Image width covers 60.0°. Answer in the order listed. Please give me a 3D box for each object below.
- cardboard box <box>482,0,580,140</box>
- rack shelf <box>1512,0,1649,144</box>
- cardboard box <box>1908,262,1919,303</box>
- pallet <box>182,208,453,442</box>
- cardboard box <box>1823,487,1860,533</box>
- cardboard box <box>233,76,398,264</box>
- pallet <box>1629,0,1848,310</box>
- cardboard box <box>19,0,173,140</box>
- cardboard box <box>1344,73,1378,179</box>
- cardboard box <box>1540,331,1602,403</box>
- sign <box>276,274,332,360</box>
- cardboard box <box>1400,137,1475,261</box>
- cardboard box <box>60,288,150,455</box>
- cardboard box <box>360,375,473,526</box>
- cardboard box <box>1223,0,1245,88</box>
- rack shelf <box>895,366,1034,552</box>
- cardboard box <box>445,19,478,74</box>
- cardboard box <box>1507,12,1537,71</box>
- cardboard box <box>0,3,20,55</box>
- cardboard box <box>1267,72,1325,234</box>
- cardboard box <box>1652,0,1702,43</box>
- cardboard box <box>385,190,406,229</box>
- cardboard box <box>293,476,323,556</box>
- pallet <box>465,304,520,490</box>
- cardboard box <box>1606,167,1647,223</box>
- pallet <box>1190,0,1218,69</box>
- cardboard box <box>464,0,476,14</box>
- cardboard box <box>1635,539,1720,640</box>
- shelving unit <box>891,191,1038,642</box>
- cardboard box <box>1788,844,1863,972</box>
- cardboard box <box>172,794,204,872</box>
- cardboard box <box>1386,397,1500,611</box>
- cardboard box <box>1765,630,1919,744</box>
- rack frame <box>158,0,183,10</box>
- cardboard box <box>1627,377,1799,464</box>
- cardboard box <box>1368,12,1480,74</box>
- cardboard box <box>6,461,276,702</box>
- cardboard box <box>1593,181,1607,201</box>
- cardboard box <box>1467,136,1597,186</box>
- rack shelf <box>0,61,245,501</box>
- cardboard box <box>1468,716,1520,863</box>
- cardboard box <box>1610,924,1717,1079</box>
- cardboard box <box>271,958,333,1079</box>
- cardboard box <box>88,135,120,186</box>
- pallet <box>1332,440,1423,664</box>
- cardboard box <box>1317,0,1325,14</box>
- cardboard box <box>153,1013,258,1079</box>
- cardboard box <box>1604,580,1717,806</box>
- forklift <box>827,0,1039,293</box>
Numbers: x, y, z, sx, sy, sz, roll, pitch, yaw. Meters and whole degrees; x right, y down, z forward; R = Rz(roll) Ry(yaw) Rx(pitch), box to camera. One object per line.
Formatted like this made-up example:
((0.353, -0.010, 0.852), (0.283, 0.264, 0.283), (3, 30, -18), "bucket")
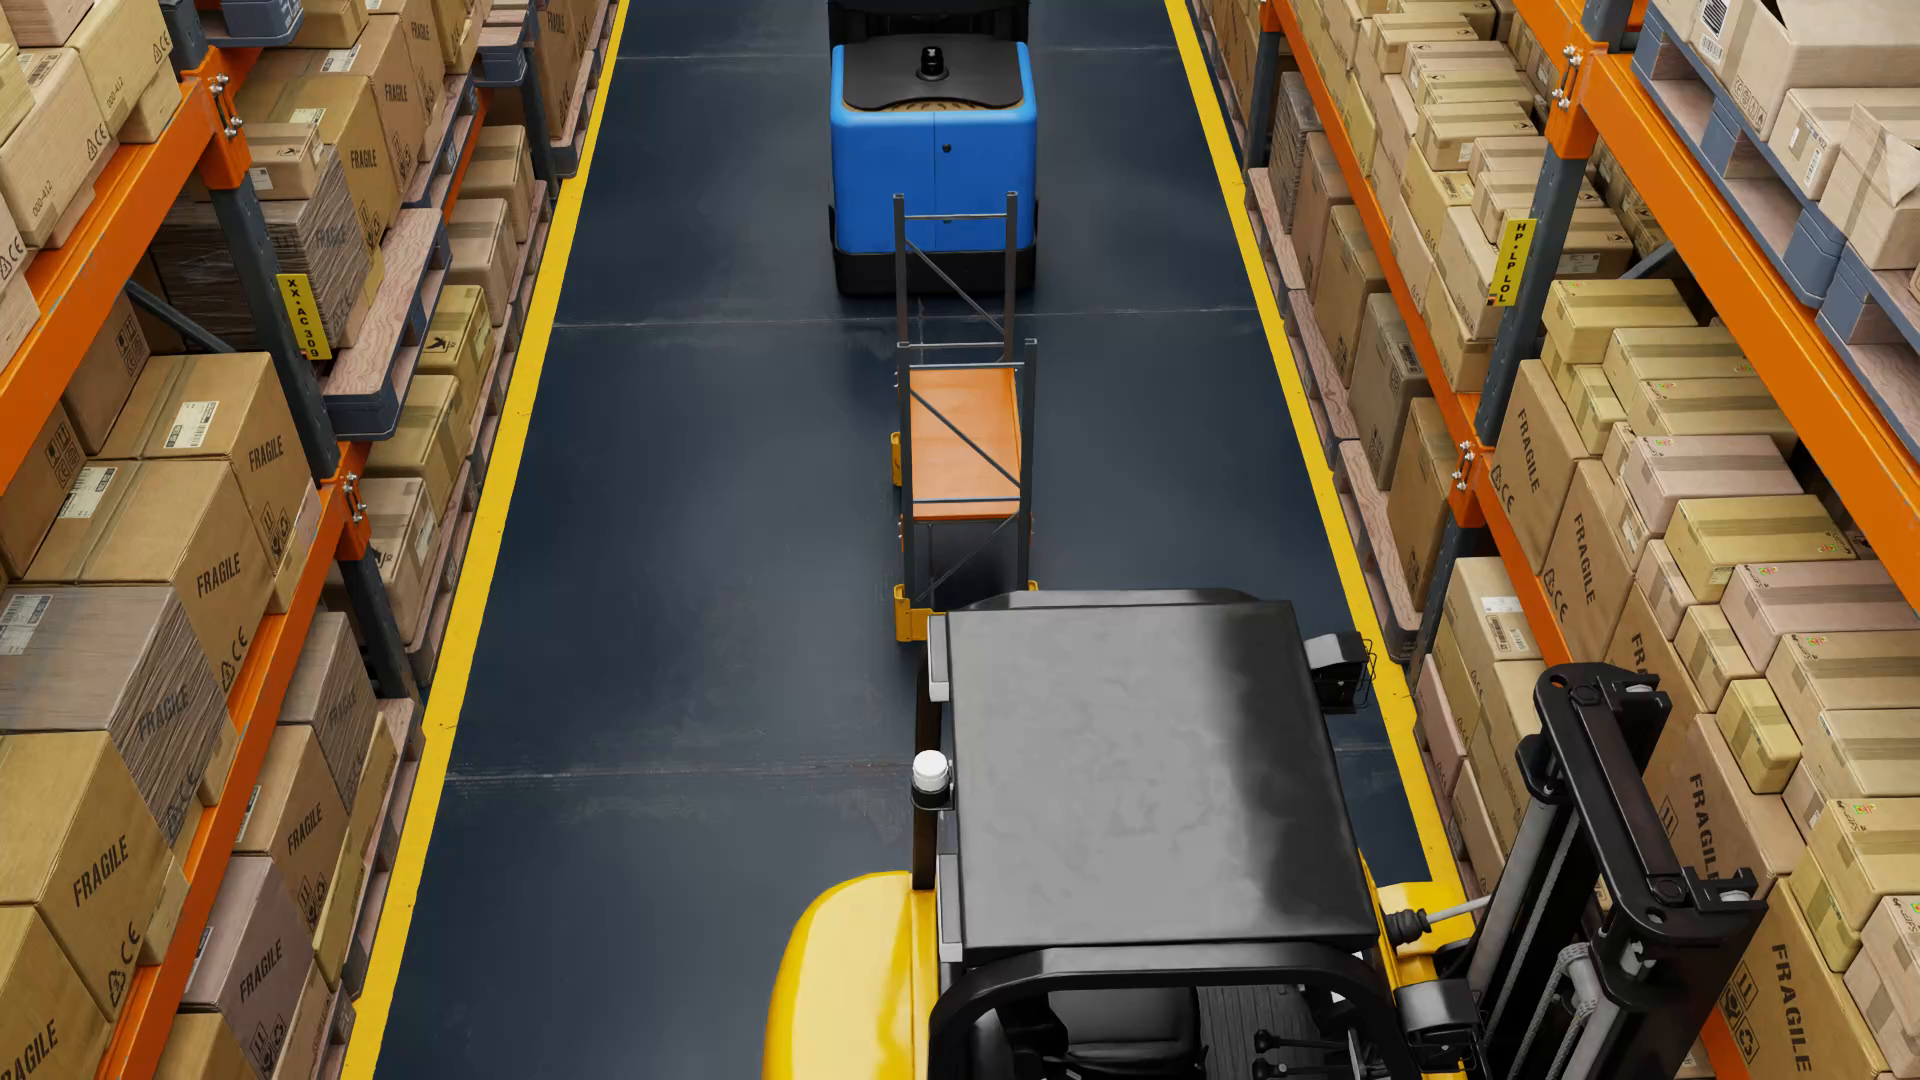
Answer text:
((-2.756, -2.911, 9.617), (0.875, 0.875, 0.875), (-2, 43, -2), "cardboard box")
((2.234, -2.706, 6.445), (1.077, 0.370, 4.000), (-2, 43, -2), "rack shelf")
((2.297, -0.533, 3.080), (0.797, 0.503, 0.637), (0, 43, 0), "cardboard box")
((-2.527, -0.820, 6.216), (1.003, 0.211, 1.213), (-2, 43, -2), "pallet")
((2.687, -0.061, 4.692), (0.380, 0.149, 0.250), (-1, 43, -2), "cardboard box")
((-2.395, -1.335, 6.031), (0.500, 0.500, 0.500), (-2, 43, -2), "cardboard box")
((2.381, -1.013, 4.131), (1.003, 0.211, 1.213), (-2, 43, -2), "pallet")
((-2.352, -1.239, 4.203), (0.500, 0.250, 0.500), (-2, 43, -2), "cardboard box")
((1.990, -1.817, 7.273), (0.500, 0.250, 0.500), (0, 43, 0), "cardboard box")
((2.070, -0.569, 5.246), (0.380, 0.149, 0.250), (-2, 43, -2), "cardboard box")
((-2.098, -0.710, 5.314), (0.100, 0.325, 0.005), (-2, 43, -2), "sign")
((2.014, -1.316, 6.356), (0.500, 0.250, 0.500), (-3, 43, -3), "cardboard box")
((-2.838, -0.582, 4.781), (0.700, 0.500, 0.500), (-2, 43, -2), "cardboard box")
((-2.699, -0.396, 7.246), (0.950, 0.372, 0.625), (1, 43, 1), "cardboard box")
((1.906, -3.067, 10.065), (0.500, 0.500, 0.500), (-2, 43, -2), "cardboard box")
((0.004, -0.363, 6.952), (0.538, 0.185, 1.000), (-2, 43, -2), "rack shelf")
((-2.393, -2.215, 7.472), (0.380, 0.149, 0.250), (-1, 43, -1), "cardboard box")
((2.500, -2.065, 6.879), (0.380, 0.149, 0.250), (-1, 43, -1), "cardboard box")
((-2.399, -1.118, 3.776), (0.380, 0.149, 0.250), (-1, 43, -1), "cardboard box")
((2.162, -2.074, 8.889), (0.875, 0.625, 0.625), (0, 43, 0), "cardboard box")
((2.035, -1.409, 4.298), (0.380, 0.149, 0.250), (-1, 43, -1), "cardboard box")
((-2.407, -1.348, 6.525), (0.380, 0.149, 0.250), (-1, 43, -1), "cardboard box")
((-2.322, -0.070, 5.442), (0.380, 0.149, 0.250), (-2, 43, -2), "cardboard box")
((-2.729, -0.694, 8.000), (1.003, 0.211, 1.213), (-2, 43, -2), "pallet")
((2.560, -1.217, 5.954), (0.380, 0.149, 0.250), (-3, 43, -3), "cardboard box")
((2.107, -3.515, 11.078), (1.003, 0.211, 1.213), (-2, 43, -2), "pallet")
((-2.480, -2.725, 7.547), (0.500, 0.500, 0.500), (-2, 43, -2), "cardboard box")
((2.067, 0.127, 4.487), (0.380, 0.149, 0.250), (-2, 43, -2), "cardboard box")
((0.003, -0.501, 6.837), (0.587, 1.500, 1.083), (-2, 43, -2), "shelving unit")
((2.116, 0.818, 3.734), (0.380, 0.149, 0.250), (-1, 43, -1), "cardboard box")
((-2.294, 0.790, 4.504), (0.380, 0.149, 0.250), (-2, 43, -3), "cardboard box")
((2.286, -0.147, 6.787), (0.875, 0.625, 0.625), (0, 43, 0), "cardboard box")
((2.199, 0.358, 4.015), (0.380, 0.149, 0.250), (-1, 43, -2), "cardboard box")
((-2.640, -2.582, 3.557), (1.000, 3.000, 0.127), (-2, 43, -2), "rack frame")
((2.157, -0.332, 4.767), (0.380, 0.149, 0.250), (-2, 43, -3), "cardboard box")
((1.910, -2.054, 6.867), (0.380, 0.149, 0.250), (-3, 43, -3), "cardboard box")
((-2.344, 0.123, 4.751), (0.500, 0.500, 0.500), (0, 43, 0), "cardboard box")
((2.543, -1.334, 6.376), (0.500, 0.250, 0.500), (-2, 43, -2), "cardboard box")
((2.096, -1.356, 6.105), (0.380, 0.149, 0.250), (-2, 43, -2), "cardboard box")
((-2.555, 0.139, 3.340), (1.077, 0.370, 4.000), (-2, 43, -2), "rack shelf")
((2.055, 0.834, 5.624), (0.500, 0.250, 0.500), (-2, 43, -2), "cardboard box")
((2.085, 1.346, 4.695), (0.500, 0.250, 0.500), (-2, 43, -3), "cardboard box")
((-2.297, 1.582, 5.178), (0.500, 0.250, 0.500), (-1, 43, -1), "cardboard box")
((-2.399, -1.006, 4.244), (0.380, 0.149, 0.250), (-1, 43, -1), "cardboard box")
((2.249, 0.016, 7.226), (1.003, 0.211, 1.213), (-2, 43, -2), "pallet")
((1.944, -2.700, 7.867), (0.500, 0.250, 0.500), (0, 43, 0), "cardboard box")
((-2.269, 1.652, 4.547), (0.500, 0.500, 0.500), (-1, 43, -1), "cardboard box")
((2.138, 0.448, 4.617), (0.500, 0.500, 0.500), (-2, 43, -2), "cardboard box")
((-0.181, -3.351, 8.886), (1.130, 2.935, 3.031), (-1, 43, -2), "forklift")
